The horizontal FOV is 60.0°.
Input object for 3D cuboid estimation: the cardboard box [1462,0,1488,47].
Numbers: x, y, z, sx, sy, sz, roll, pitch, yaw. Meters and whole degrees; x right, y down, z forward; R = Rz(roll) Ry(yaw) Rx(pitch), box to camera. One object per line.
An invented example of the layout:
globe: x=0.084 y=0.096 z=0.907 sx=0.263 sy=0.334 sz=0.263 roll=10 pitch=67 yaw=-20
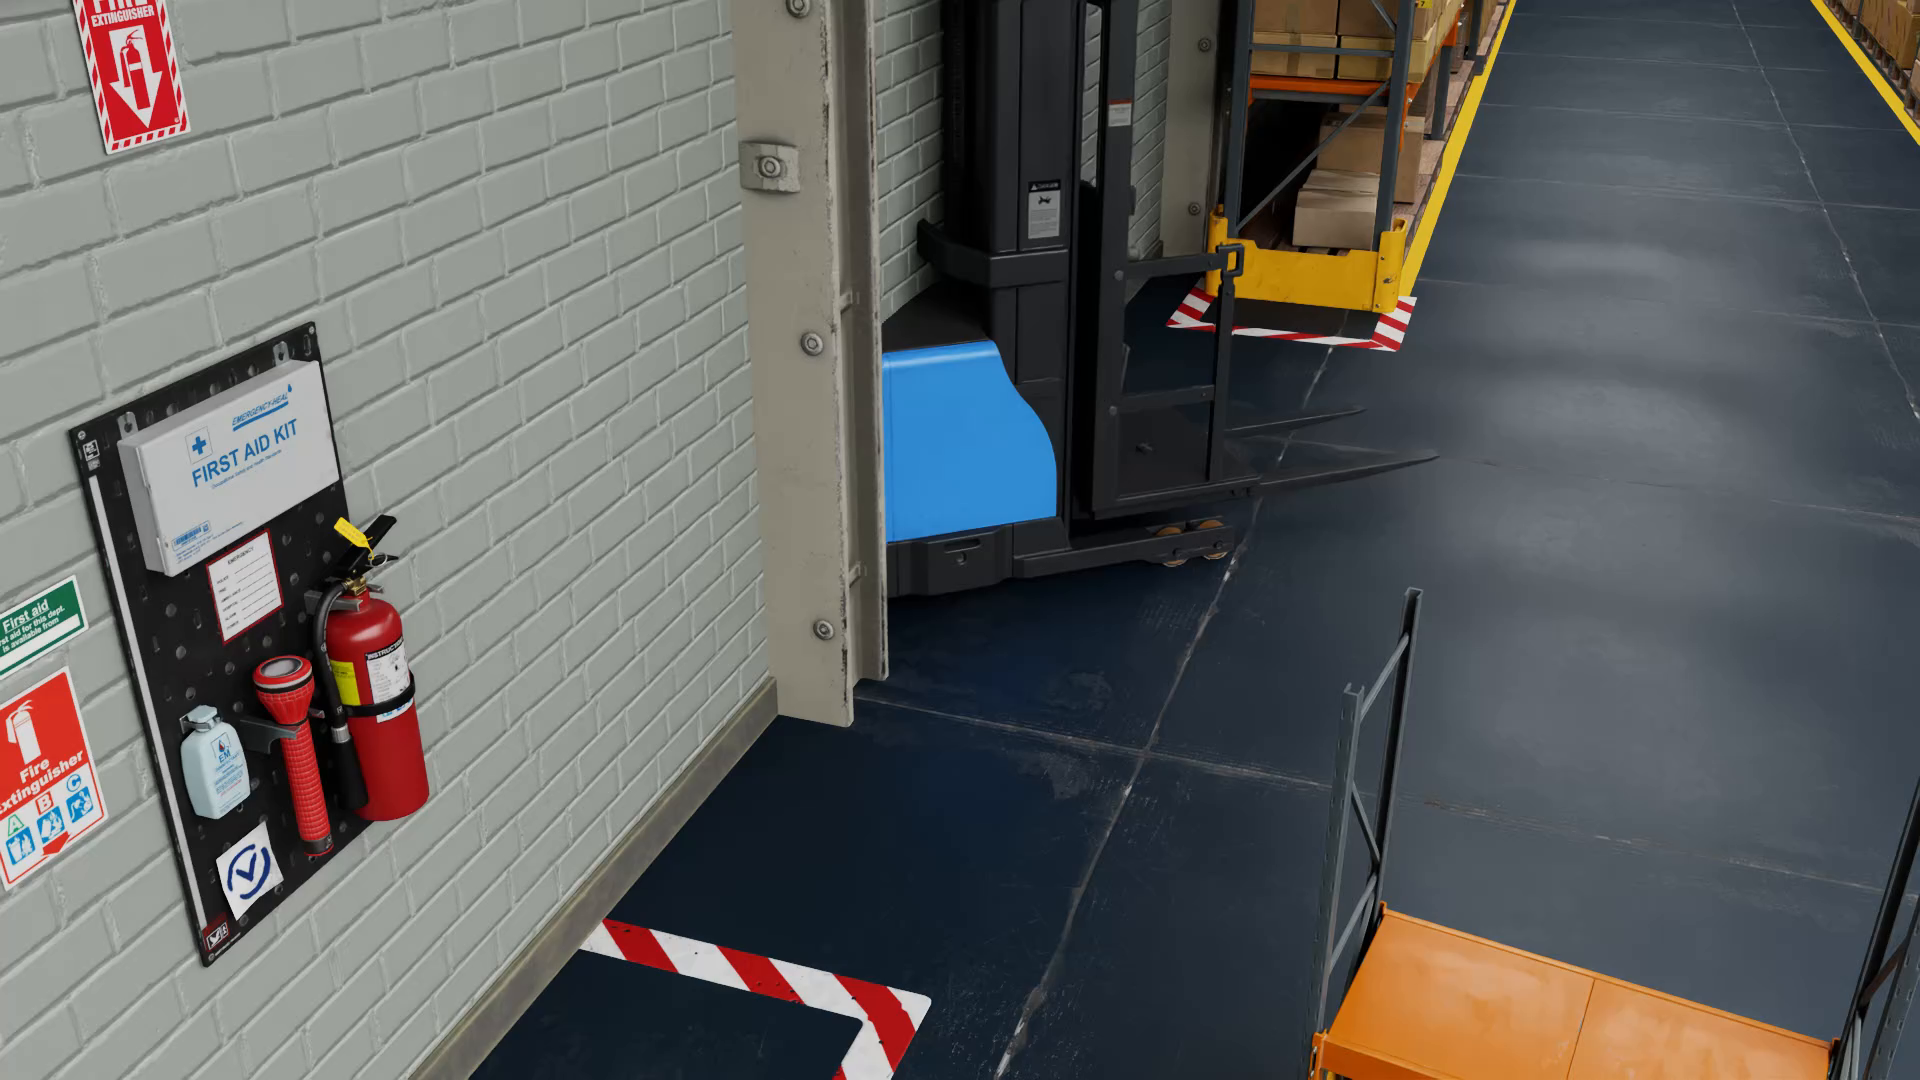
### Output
cardboard box: x=5.135 y=-5.636 z=17.432 sx=0.750 sy=0.750 sz=0.750 roll=8 pitch=27 yaw=17

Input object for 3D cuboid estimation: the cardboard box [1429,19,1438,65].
cardboard box: x=2.725 y=-3.155 z=10.473 sx=0.500 sy=0.250 sz=0.500 roll=8 pitch=27 yaw=16

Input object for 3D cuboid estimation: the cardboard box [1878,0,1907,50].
cardboard box: x=9.870 y=-5.335 z=17.189 sx=0.500 sy=0.500 sz=0.500 roll=8 pitch=27 yaw=15

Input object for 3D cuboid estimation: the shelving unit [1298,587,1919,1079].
shelving unit: x=1.309 y=0.978 z=3.509 sx=1.083 sy=1.500 sz=0.587 roll=13 pitch=29 yaw=25

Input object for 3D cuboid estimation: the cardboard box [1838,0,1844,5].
cardboard box: x=10.942 y=-6.629 z=20.080 sx=0.500 sy=0.311 sz=0.500 roll=9 pitch=27 yaw=17

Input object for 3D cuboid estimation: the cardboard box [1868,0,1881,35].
cardboard box: x=10.212 y=-5.747 z=18.040 sx=0.500 sy=0.500 sz=0.500 roll=9 pitch=27 yaw=18

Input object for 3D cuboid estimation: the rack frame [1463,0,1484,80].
rack frame: x=4.766 y=-6.131 z=16.471 sx=1.000 sy=3.000 sz=0.127 roll=9 pitch=27 yaw=17

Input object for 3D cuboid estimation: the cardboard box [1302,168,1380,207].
cardboard box: x=2.609 y=-2.337 z=11.215 sx=0.500 sy=0.311 sz=0.500 roll=11 pitch=28 yaw=22

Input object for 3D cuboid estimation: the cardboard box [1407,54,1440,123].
cardboard box: x=3.665 y=-3.865 z=14.154 sx=0.700 sy=0.500 sz=0.500 roll=10 pitch=27 yaw=19

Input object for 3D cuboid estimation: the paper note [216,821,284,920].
paper note: x=-1.458 y=0.678 z=3.418 sx=0.016 sy=0.148 sz=0.142 roll=9 pitch=27 yaw=17

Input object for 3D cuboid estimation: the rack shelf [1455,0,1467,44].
rack shelf: x=4.101 y=-4.985 z=14.930 sx=1.077 sy=0.370 sz=4.000 roll=9 pitch=27 yaw=17

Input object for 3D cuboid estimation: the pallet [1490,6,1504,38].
pallet: x=5.912 y=-6.192 z=19.796 sx=1.003 sy=0.211 sz=1.213 roll=9 pitch=27 yaw=17

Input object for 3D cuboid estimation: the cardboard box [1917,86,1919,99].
cardboard box: x=8.821 y=-3.986 z=14.714 sx=0.500 sy=0.250 sz=0.500 roll=8 pitch=27 yaw=16

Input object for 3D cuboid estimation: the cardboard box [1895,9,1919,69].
cardboard box: x=9.529 y=-4.905 z=16.303 sx=0.500 sy=0.500 sz=0.500 roll=10 pitch=28 yaw=19

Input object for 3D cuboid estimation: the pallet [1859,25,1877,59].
pallet: x=10.535 y=-5.463 z=18.291 sx=1.003 sy=0.211 sz=1.213 roll=9 pitch=27 yaw=17

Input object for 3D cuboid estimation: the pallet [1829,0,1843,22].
pallet: x=11.404 y=-6.588 z=20.614 sx=1.003 sy=0.211 sz=1.213 roll=9 pitch=27 yaw=17

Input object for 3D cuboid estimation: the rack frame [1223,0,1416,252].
rack frame: x=2.104 y=-2.843 z=9.681 sx=1.000 sy=3.000 sz=0.127 roll=9 pitch=27 yaw=17

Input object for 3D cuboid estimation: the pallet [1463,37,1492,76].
pallet: x=5.100 y=-5.189 z=17.725 sx=1.003 sy=0.211 sz=1.213 roll=9 pitch=27 yaw=17

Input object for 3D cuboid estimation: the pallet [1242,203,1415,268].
pallet: x=2.433 y=-1.948 z=11.032 sx=1.003 sy=0.211 sz=1.213 roll=9 pitch=27 yaw=17

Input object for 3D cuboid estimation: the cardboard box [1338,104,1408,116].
cardboard box: x=3.128 y=-3.128 z=12.631 sx=0.500 sy=0.500 sz=0.500 roll=7 pitch=27 yaw=14

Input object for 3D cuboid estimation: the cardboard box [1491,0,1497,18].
cardboard box: x=5.711 y=-6.345 z=18.897 sx=0.750 sy=0.750 sz=0.750 roll=10 pitch=27 yaw=19

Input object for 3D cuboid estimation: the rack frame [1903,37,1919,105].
rack frame: x=9.439 y=-5.414 z=14.990 sx=1.000 sy=3.000 sz=0.127 roll=9 pitch=27 yaw=17

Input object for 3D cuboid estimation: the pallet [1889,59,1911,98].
pallet: x=9.723 y=-4.460 z=16.220 sx=1.003 sy=0.211 sz=1.213 roll=9 pitch=27 yaw=17

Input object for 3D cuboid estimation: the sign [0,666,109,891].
sign: x=-1.615 y=0.415 z=2.909 sx=0.001 sy=0.329 sz=0.234 roll=9 pitch=27 yaw=17

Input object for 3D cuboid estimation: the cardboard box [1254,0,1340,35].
cardboard box: x=2.061 y=-3.347 z=10.009 sx=0.500 sy=0.500 sz=0.500 roll=8 pitch=27 yaw=17

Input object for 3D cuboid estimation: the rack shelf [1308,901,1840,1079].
rack shelf: x=1.317 y=1.142 z=3.583 sx=1.000 sy=0.185 sz=0.538 roll=13 pitch=29 yaw=25

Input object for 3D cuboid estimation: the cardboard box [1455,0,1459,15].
cardboard box: x=3.390 y=-3.986 z=12.191 sx=0.500 sy=0.250 sz=0.500 roll=9 pitch=27 yaw=18

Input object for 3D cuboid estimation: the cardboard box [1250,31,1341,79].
cardboard box: x=2.077 y=-3.005 z=10.164 sx=0.500 sy=0.250 sz=0.500 roll=9 pitch=27 yaw=18

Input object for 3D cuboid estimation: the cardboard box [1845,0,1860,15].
cardboard box: x=10.692 y=-6.406 z=19.402 sx=0.500 sy=0.500 sz=0.500 roll=9 pitch=27 yaw=17

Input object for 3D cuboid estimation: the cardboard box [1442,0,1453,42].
cardboard box: x=3.071 y=-3.571 z=11.332 sx=0.500 sy=0.250 sz=0.500 roll=9 pitch=27 yaw=18

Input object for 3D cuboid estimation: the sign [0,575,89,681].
sign: x=-1.605 y=0.176 z=2.795 sx=0.001 sy=0.109 sz=0.331 roll=9 pitch=27 yaw=17

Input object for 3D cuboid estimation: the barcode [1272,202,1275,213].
barcode: x=2.048 y=-2.172 z=10.864 sx=0.001 sy=0.075 sz=0.075 roll=9 pitch=27 yaw=17

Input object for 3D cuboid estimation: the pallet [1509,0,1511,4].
pallet: x=6.829 y=-7.324 z=22.134 sx=1.003 sy=0.211 sz=1.213 roll=9 pitch=27 yaw=17

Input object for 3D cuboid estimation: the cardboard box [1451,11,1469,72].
cardboard box: x=4.576 y=-4.900 z=16.293 sx=0.700 sy=0.500 sz=0.500 roll=9 pitch=27 yaw=18

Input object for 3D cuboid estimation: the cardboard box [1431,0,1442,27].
cardboard box: x=2.720 y=-3.477 z=10.277 sx=0.500 sy=0.500 sz=0.500 roll=9 pitch=27 yaw=18

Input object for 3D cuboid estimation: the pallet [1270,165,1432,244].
pallet: x=2.841 y=-2.448 z=12.064 sx=1.003 sy=0.211 sz=1.213 roll=9 pitch=27 yaw=17

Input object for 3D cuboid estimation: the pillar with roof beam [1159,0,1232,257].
pillar with roof beam: x=5.581 y=-5.332 z=7.937 sx=9.100 sy=9.000 sz=0.400 roll=9 pitch=27 yaw=17

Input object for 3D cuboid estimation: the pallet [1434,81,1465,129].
pallet: x=4.097 y=-4.055 z=15.383 sx=1.003 sy=0.211 sz=1.213 roll=9 pitch=27 yaw=17

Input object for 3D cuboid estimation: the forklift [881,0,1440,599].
forklift: x=0.640 y=-1.412 z=6.803 sx=3.031 sy=2.935 sz=1.130 roll=-9 pitch=27 yaw=-18

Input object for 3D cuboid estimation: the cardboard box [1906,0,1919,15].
cardboard box: x=9.544 y=-5.267 z=16.189 sx=0.500 sy=0.250 sz=0.500 roll=10 pitch=28 yaw=19
